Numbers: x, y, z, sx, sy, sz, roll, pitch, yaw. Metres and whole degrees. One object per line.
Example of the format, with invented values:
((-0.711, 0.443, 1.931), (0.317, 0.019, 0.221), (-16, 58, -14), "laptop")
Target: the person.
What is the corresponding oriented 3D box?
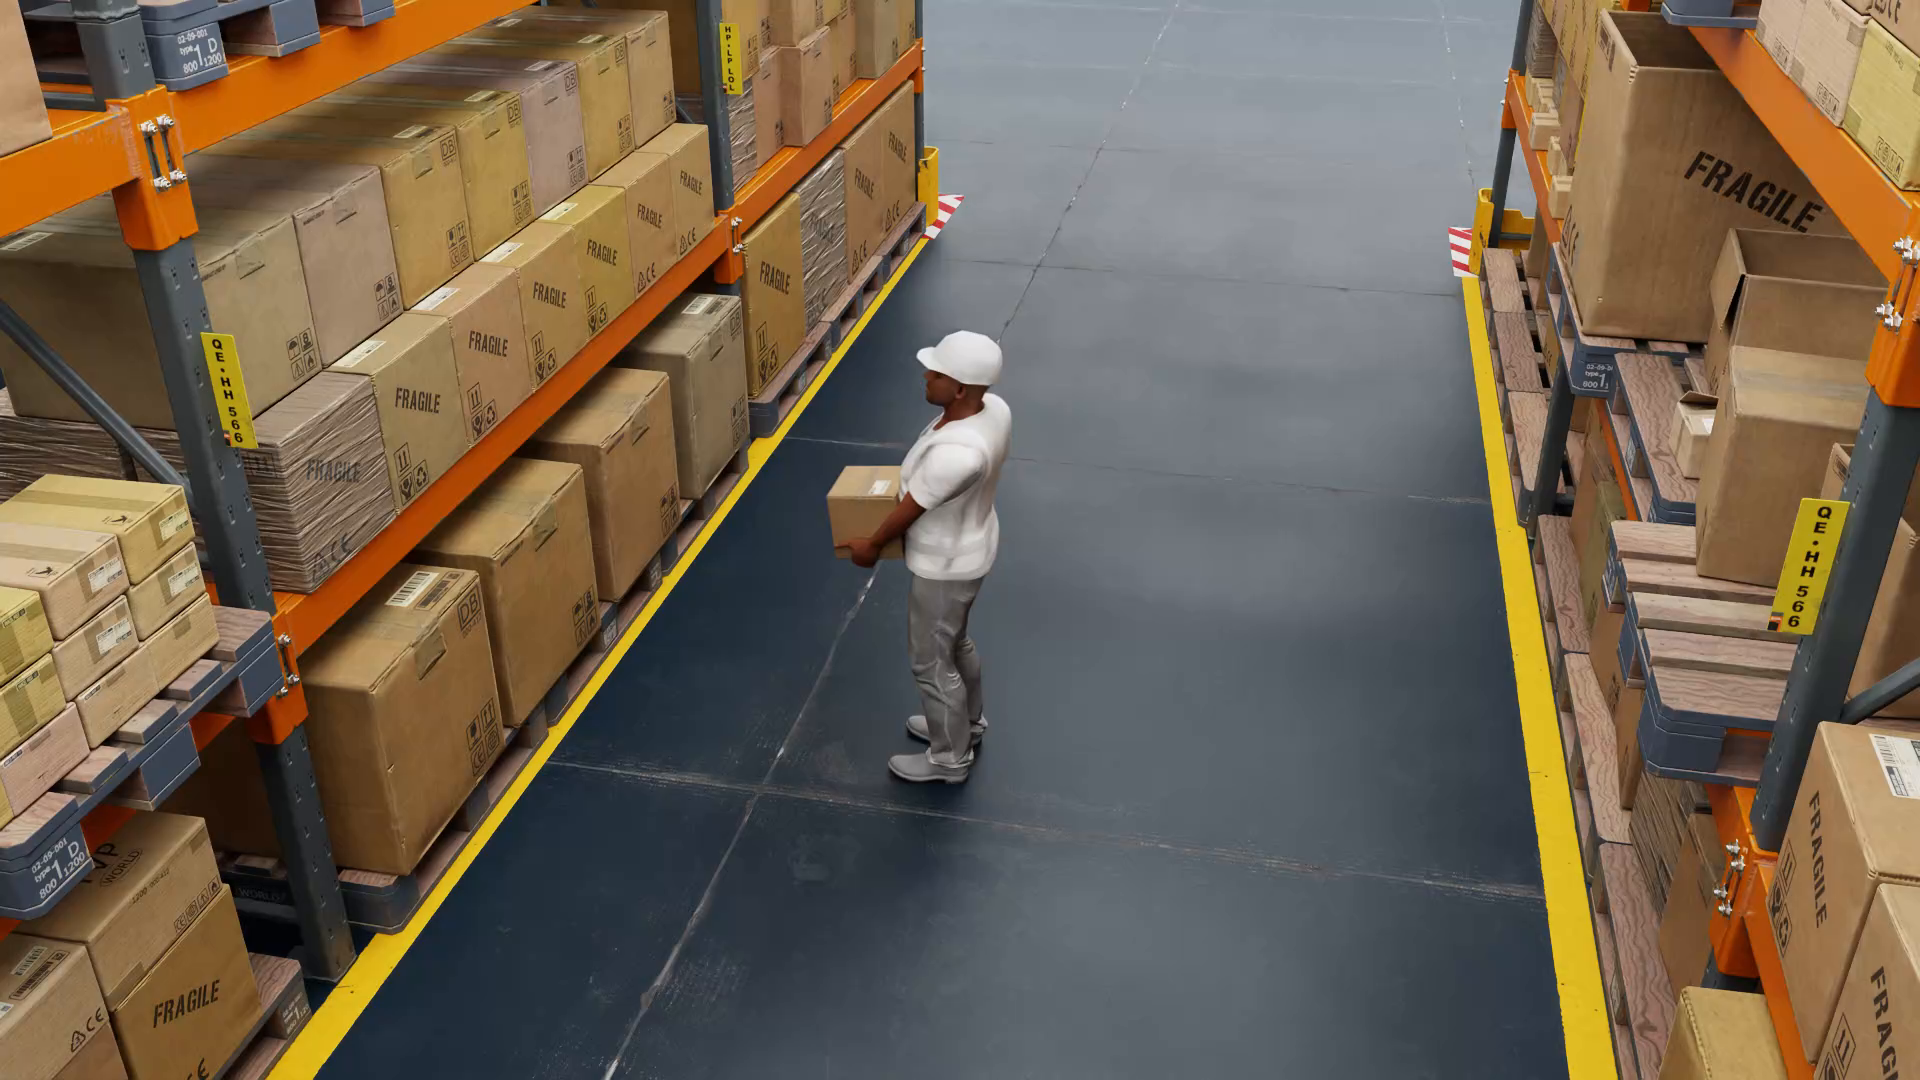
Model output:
((-0.135, 0.060, 5.996), (0.587, 1.761, 0.502), (6, 29, 11), "person")
